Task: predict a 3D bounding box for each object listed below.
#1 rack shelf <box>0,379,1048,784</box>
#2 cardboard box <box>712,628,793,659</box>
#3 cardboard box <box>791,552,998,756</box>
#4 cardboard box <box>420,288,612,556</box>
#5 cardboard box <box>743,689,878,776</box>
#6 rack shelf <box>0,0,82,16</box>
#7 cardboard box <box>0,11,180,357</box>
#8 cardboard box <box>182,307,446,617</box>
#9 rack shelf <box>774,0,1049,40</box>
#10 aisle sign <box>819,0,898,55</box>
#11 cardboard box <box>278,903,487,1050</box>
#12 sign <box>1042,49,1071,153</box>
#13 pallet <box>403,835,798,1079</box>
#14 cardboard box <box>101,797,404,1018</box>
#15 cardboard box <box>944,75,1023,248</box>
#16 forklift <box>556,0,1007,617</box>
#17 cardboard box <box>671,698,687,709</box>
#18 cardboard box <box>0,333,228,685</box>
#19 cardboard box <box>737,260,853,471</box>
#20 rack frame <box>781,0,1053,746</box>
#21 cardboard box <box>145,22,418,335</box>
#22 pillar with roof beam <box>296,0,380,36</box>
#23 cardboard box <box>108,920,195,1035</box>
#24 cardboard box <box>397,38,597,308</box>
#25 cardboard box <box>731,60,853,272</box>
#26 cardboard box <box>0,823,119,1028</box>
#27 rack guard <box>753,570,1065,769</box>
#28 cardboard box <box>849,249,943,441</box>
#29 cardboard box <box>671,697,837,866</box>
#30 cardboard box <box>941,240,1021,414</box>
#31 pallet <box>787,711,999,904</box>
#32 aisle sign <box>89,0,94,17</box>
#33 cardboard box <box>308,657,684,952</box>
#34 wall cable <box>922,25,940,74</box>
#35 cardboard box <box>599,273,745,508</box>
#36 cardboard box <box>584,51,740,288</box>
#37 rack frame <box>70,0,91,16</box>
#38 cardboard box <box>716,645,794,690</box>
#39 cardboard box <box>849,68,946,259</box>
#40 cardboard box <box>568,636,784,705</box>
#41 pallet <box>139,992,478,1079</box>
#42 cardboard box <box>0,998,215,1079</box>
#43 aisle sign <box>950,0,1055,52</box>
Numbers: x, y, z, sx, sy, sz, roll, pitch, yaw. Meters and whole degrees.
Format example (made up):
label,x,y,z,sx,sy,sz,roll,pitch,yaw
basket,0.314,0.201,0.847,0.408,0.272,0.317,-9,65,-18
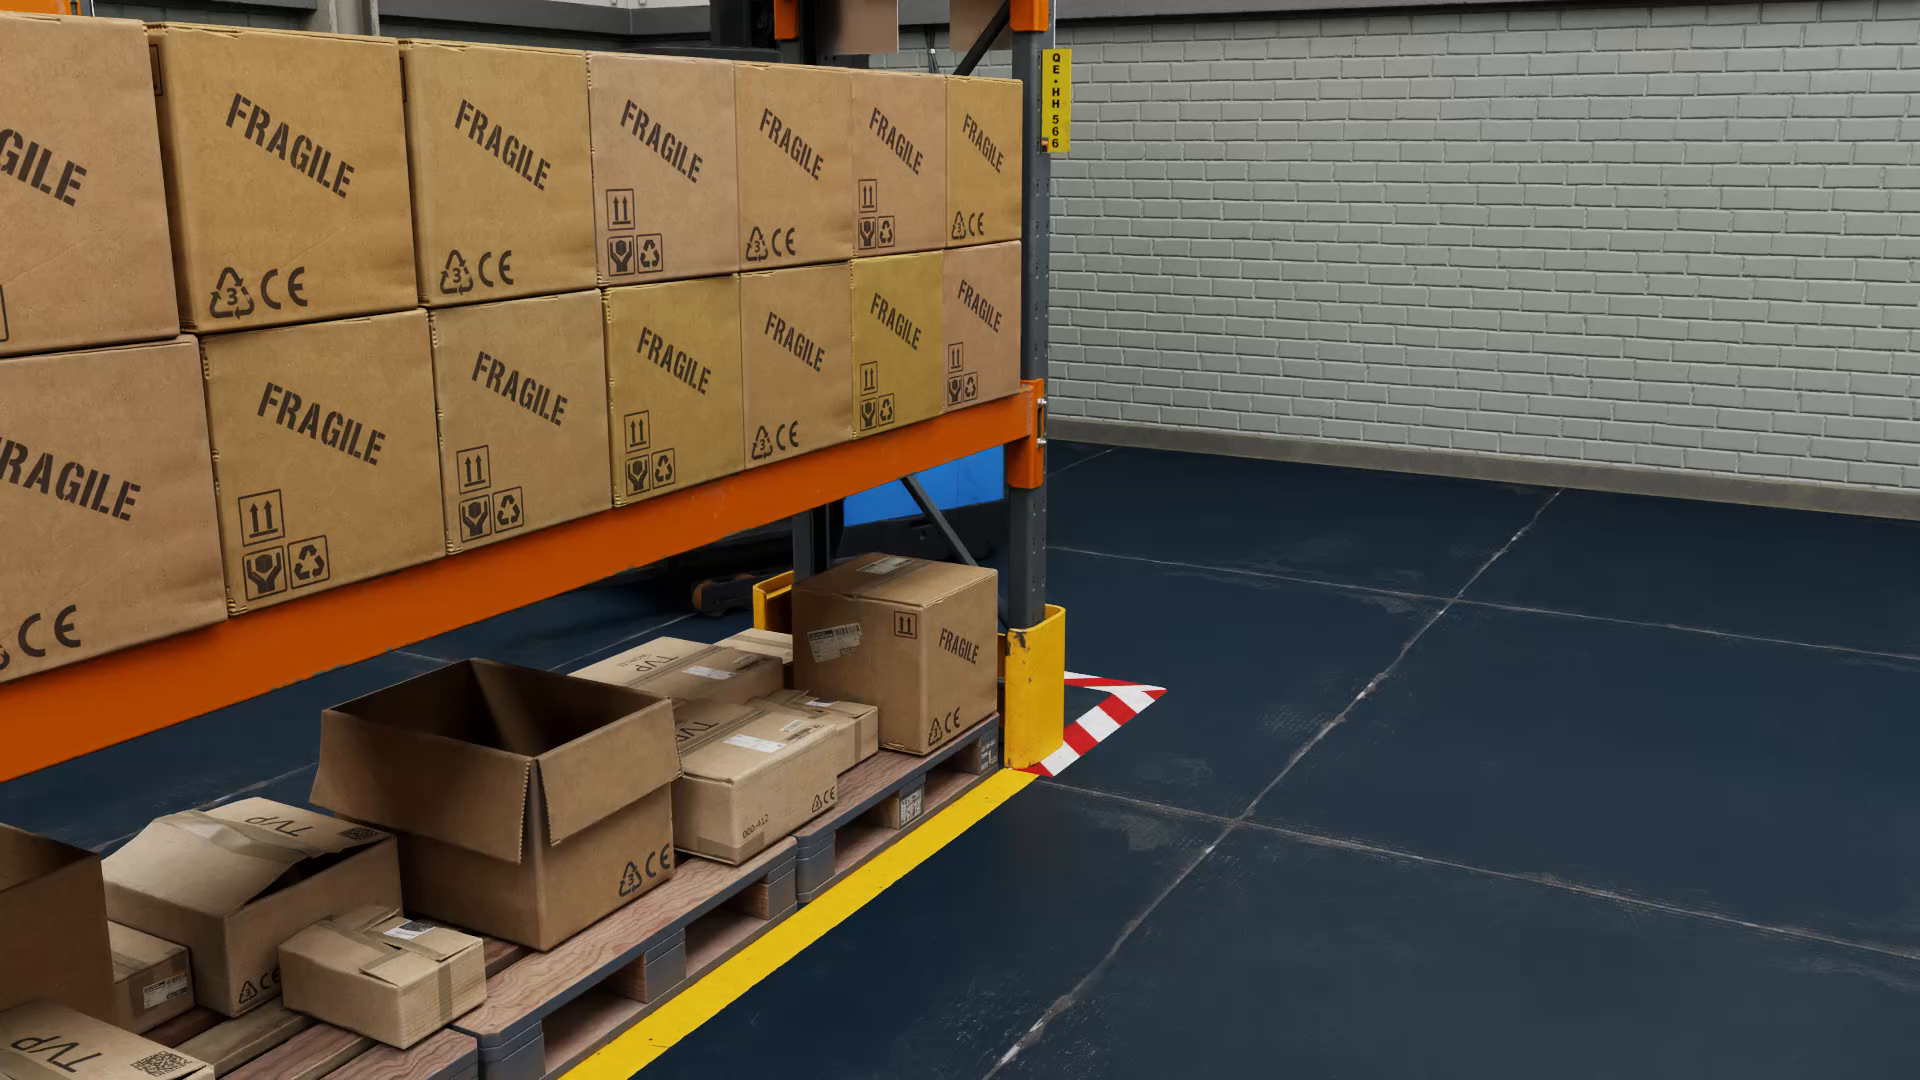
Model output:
label,x,y,z,sx,sy,sz,roll,pitch,yaw
rack shelf,-1.130,-0.018,4.242,1.077,0.370,4.000,7,15,28
cardboard box,-0.666,0.441,5.948,0.380,0.149,0.250,7,15,28
cardboard box,-0.210,0.363,5.523,0.500,0.500,0.500,7,15,28
cardboard box,-1.123,-0.287,3.612,0.500,0.500,0.500,7,15,28
cardboard box,-0.485,0.598,5.260,0.380,0.166,0.250,7,15,28
rack shelf,-5.468,-2.037,6.216,1.077,0.370,4.000,7,15,28
cardboard box,-1.622,-0.557,2.596,0.500,0.500,0.500,8,16,29
cardboard box,-1.367,-0.185,3.187,0.500,0.500,0.500,8,16,29
rack shelf,-1.130,-1.476,3.891,1.077,0.370,4.000,7,15,28
aisle sign,-0.387,-2.089,5.752,0.394,0.787,0.004,7,15,28
cardboard box,-1.295,0.966,3.733,0.380,0.166,0.250,7,15,28
sign,0.313,-1.427,5.410,0.100,0.325,0.005,7,15,28
pallet,-1.175,1.006,4.409,1.003,0.211,1.213,7,15,28
cardboard box,-1.707,0.833,3.976,0.500,0.311,0.500,7,15,28
cardboard box,-0.137,-1.190,5.223,0.500,0.500,0.500,7,15,28
forklift,-1.225,-1.213,7.810,3.031,2.935,1.130,-11,17,-37
cardboard box,-1.157,0.629,4.950,0.500,0.250,0.500,7,15,28
cardboard box,-1.612,-0.080,2.750,0.500,0.500,0.500,8,16,30
cardboard box,-0.635,-0.495,4.474,0.500,0.500,0.500,8,15,28
rack frame,-0.163,-0.778,5.860,1.000,3.000,0.127,7,15,28
cardboard box,-1.373,-0.663,3.035,0.500,0.500,0.500,7,15,26
pillar with roof beam,-0.184,-4.419,8.163,9.100,9.000,0.400,7,15,28
cardboard box,-1.941,0.982,3.704,0.380,0.149,0.250,7,15,28
cardboard box,-1.124,-0.768,3.473,0.500,0.500,0.500,7,15,26
cardboard box,-0.627,-0.979,4.350,0.500,0.500,0.500,8,16,30
cardboard box,-2.069,0.895,3.316,0.500,0.500,0.500,7,15,28
rack guard,-0.200,0.453,6.088,1.175,0.500,0.348,7,15,28
cardboard box,-0.389,-0.597,4.896,0.500,0.500,0.500,8,15,29
cardboard box,-0.696,0.676,4.758,0.500,0.250,0.500,7,15,28
cardboard box,-0.141,-0.704,5.339,0.500,0.500,0.500,8,16,30
pallet,-0.584,0.757,5.443,1.003,0.211,1.213,7,15,28
aisle sign,-4.204,-2.583,7.801,0.394,0.787,0.004,7,15,28
cardboard box,-1.193,0.656,4.298,0.797,0.503,0.637,7,15,28
wall cable,-1.454,-3.865,12.491,3.097,2.526,0.112,7,15,28
cardboard box,-0.879,-0.392,4.045,0.500,0.500,0.500,7,15,27
cardboard box,-0.876,-0.874,3.912,0.500,0.500,0.500,8,16,30
rack frame,-4.501,-1.338,8.185,1.000,3.000,0.127,7,15,28
cardboard box,-0.787,0.484,5.733,0.380,0.166,0.250,7,15,28
cardboard box,-0.381,-1.086,4.793,0.500,0.500,0.500,8,16,30
cardboard box,-0.916,0.527,5.376,0.500,0.250,0.500,7,15,28
pallet,-1.764,1.258,3.367,1.003,0.211,1.213,7,15,28
cardboard box,-1.704,1.074,2.975,0.500,0.311,0.500,7,15,28
aisle sign,0.138,-2.021,5.470,0.394,0.787,0.004,7,15,28
